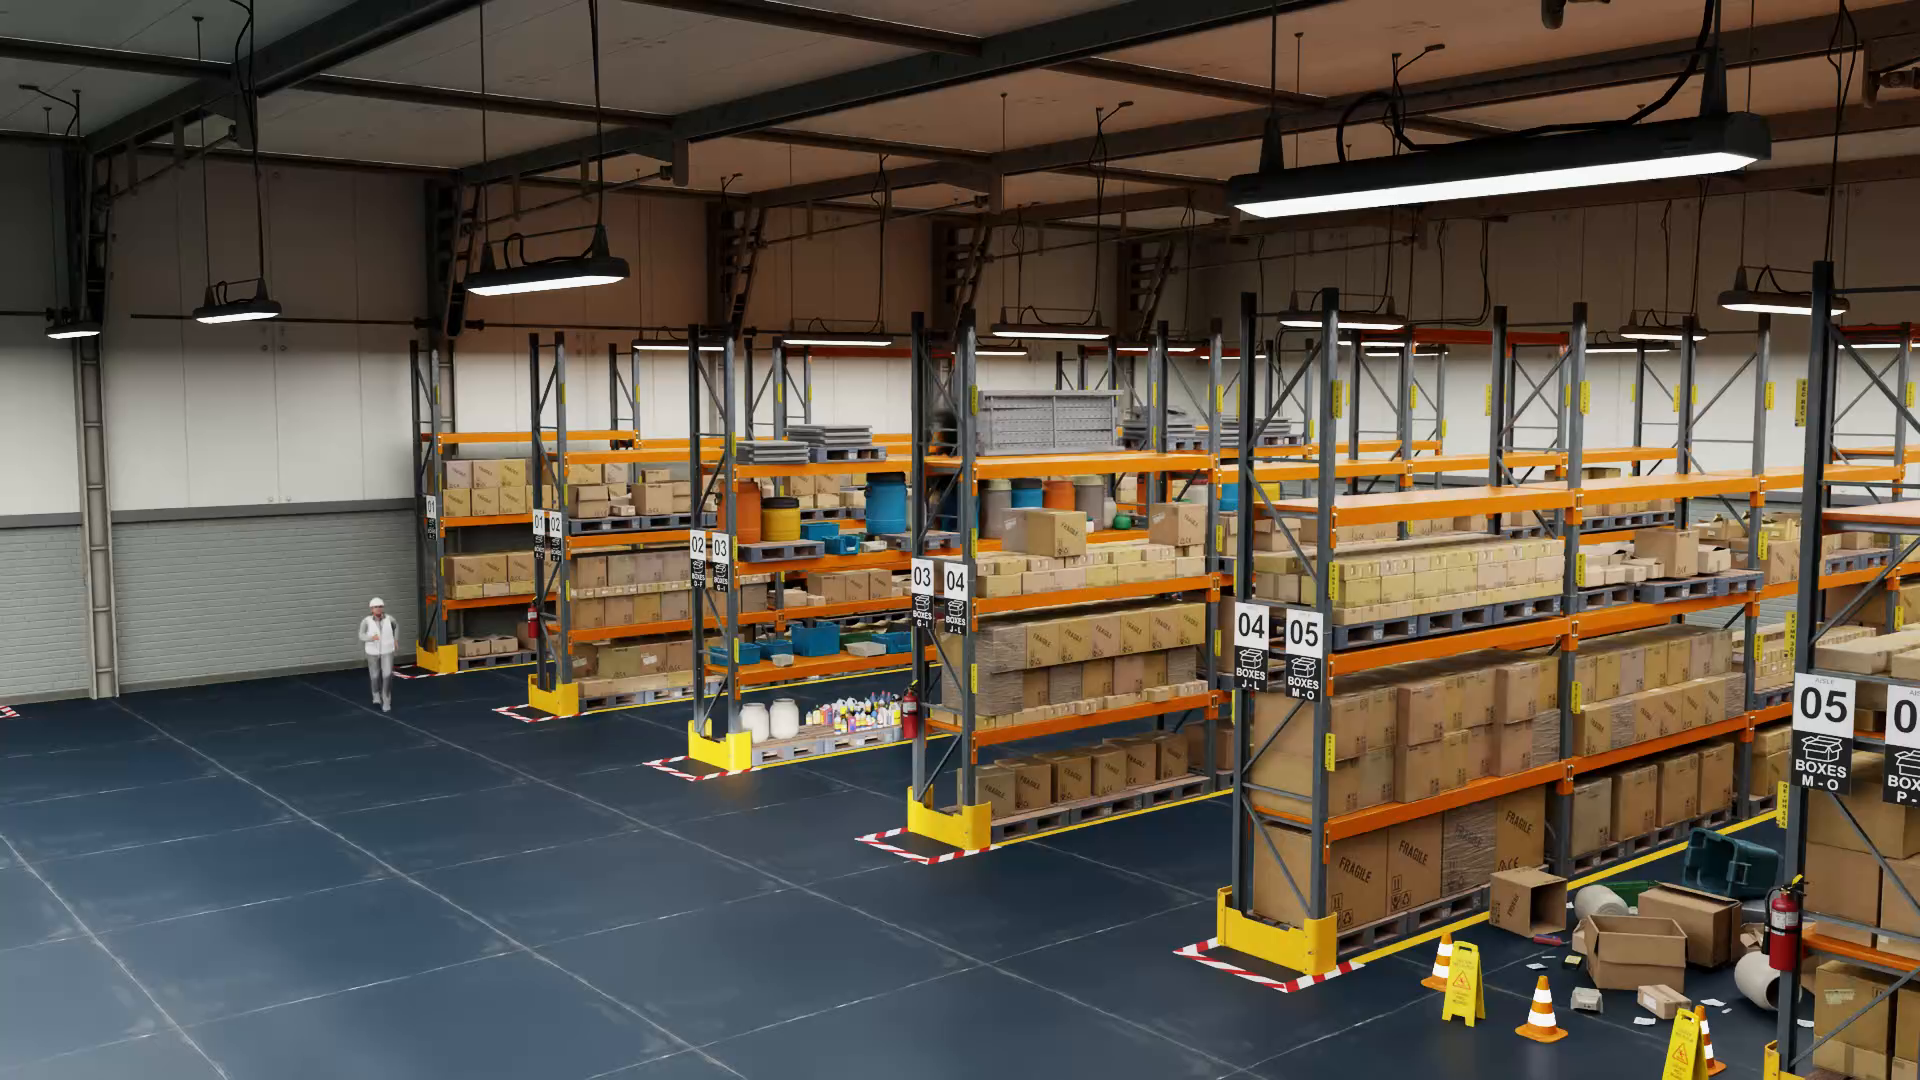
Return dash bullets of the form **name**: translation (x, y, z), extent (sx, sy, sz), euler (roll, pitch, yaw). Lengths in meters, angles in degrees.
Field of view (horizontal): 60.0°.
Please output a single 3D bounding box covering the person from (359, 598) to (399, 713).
- **person**: translation (-9.273, 1.826, 26.554), extent (0.604, 1.833, 0.851), euler (-2, 6, -19)
